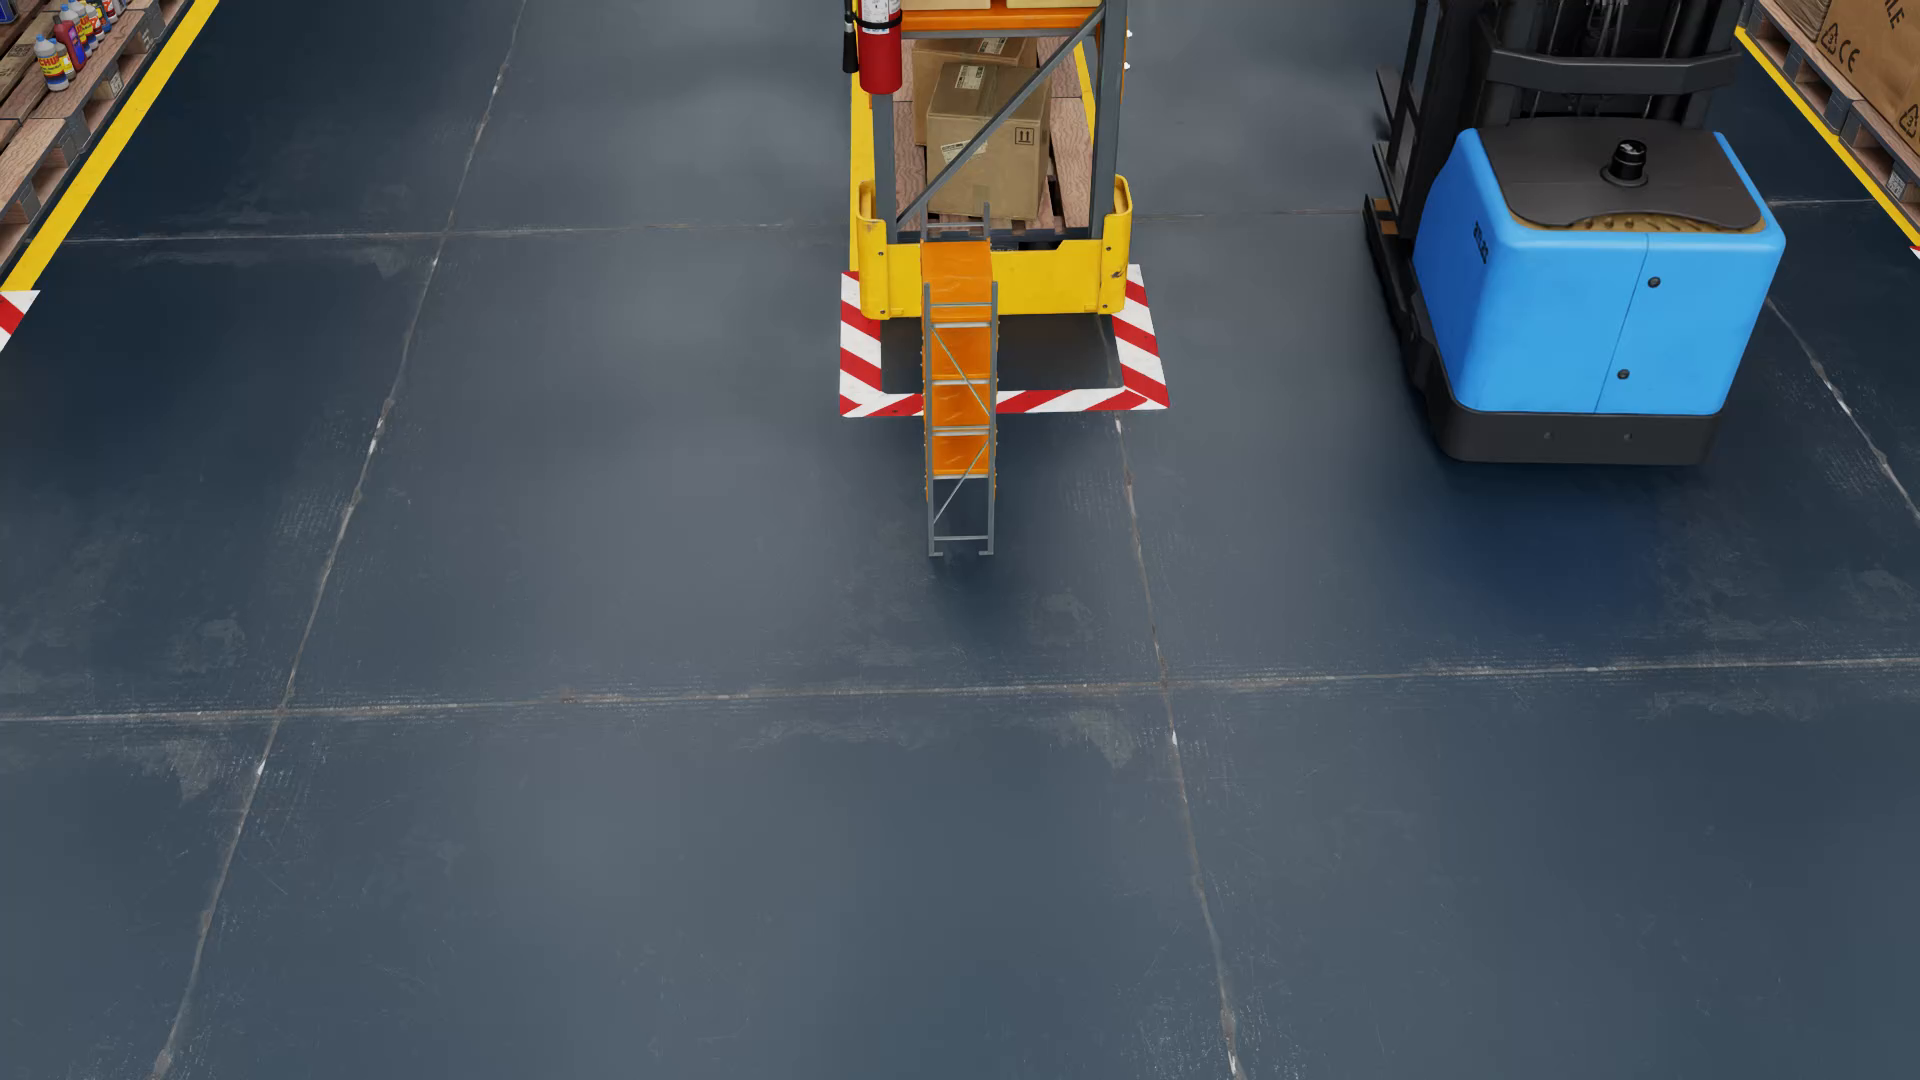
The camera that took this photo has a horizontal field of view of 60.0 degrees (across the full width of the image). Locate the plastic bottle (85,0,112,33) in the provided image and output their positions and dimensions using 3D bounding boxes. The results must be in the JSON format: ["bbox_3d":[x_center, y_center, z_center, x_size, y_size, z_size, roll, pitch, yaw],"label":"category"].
[{"bbox_3d":[-4.597,-2.837,8.819,0.097,0.271,0.097,0,43,0],"label":"plastic bottle"}]

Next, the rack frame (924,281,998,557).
[{"bbox_3d":[0.003,-0.389,5.787,0.240,1.200,0.015,-2,43,-2],"label":"rack frame"}]

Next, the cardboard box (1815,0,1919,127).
[{"bbox_3d":[4.970,-2.650,8.183,0.875,0.875,0.875,-2,43,-2],"label":"cardboard box"}]

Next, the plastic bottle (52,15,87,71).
[{"bbox_3d":[-4.561,-2.559,8.507,0.061,0.283,0.133,-1,43,-1],"label":"plastic bottle"}]

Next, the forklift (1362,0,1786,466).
[{"bbox_3d":[2.454,-2.346,6.640,1.130,2.935,3.031,1,43,1],"label":"forklift"}]

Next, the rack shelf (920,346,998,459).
[{"bbox_3d":[-0.007,-0.504,6.012,0.258,0.148,0.480,-2,43,-2],"label":"rack shelf"}]

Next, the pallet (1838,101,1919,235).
[{"bbox_3d":[4.992,-1.738,7.990,1.003,0.211,1.213,-2,43,-2],"label":"pallet"}]

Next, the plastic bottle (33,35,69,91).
[{"bbox_3d":[-4.569,-2.402,8.344,0.097,0.271,0.097,0,43,0],"label":"plastic bottle"}]

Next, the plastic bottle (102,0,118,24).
[{"bbox_3d":[-4.601,-2.880,8.918,0.097,0.201,0.097,0,43,0],"label":"plastic bottle"}]

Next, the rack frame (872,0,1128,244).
[{"bbox_3d":[0.145,-2.154,6.381,1.000,3.000,0.127,-2,43,-2],"label":"rack frame"}]

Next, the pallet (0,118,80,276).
[{"bbox_3d":[-4.883,-1.583,7.821,1.003,0.211,1.213,-2,43,-2],"label":"pallet"}]

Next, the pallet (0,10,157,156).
[{"bbox_3d":[-4.932,-2.405,8.717,1.003,0.211,1.213,-2,43,-2],"label":"pallet"}]

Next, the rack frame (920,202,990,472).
[{"bbox_3d":[-0.017,-0.719,6.146,0.240,1.200,0.015,-2,43,-2],"label":"rack frame"}]

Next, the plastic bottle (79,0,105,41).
[{"bbox_3d":[-4.592,-2.742,8.767,0.097,0.201,0.097,0,43,0],"label":"plastic bottle"}]

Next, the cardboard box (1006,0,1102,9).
[{"bbox_3d":[0.371,-2.261,6.683,0.380,0.149,0.250,-2,43,-2],"label":"cardboard box"}]

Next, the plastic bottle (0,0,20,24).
[{"bbox_3d":[-5.181,-2.921,8.907,0.152,0.276,0.135,-2,43,-2],"label":"plastic bottle"}]

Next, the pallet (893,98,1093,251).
[{"bbox_3d":[0.142,-1.727,7.978,1.003,0.211,1.213,-2,43,-2],"label":"pallet"}]

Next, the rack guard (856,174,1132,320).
[{"bbox_3d":[0.142,-1.284,7.281,1.175,0.500,0.348,-2,43,-2],"label":"rack guard"}]

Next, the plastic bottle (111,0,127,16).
[{"bbox_3d":[-4.633,-2.987,8.979,0.152,0.276,0.135,-1,43,-1],"label":"plastic bottle"}]

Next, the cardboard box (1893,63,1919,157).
[{"bbox_3d":[5.010,-2.056,7.535,0.875,0.875,0.875,-1,43,-2],"label":"cardboard box"}]

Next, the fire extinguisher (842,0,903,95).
[{"bbox_3d":[-0.311,-2.035,6.308,0.296,0.674,0.183,-2,43,-2],"label":"fire extinguisher"}]

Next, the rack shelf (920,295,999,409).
[{"bbox_3d":[-0.007,-0.669,5.861,0.258,0.148,0.480,-2,43,-2],"label":"rack shelf"}]

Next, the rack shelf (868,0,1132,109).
[{"bbox_3d":[0.060,-3.239,8.097,1.077,0.370,4.000,-2,43,-2],"label":"rack shelf"}]

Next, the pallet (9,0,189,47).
[{"bbox_3d":[-4.987,-3.230,9.618,1.003,0.211,1.213,-2,43,-2],"label":"pallet"}]

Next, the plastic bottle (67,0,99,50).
[{"bbox_3d":[-4.588,-2.701,8.670,0.097,0.271,0.097,0,43,0],"label":"plastic bottle"}]

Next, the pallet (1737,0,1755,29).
[{"bbox_3d":[4.889,-3.385,9.787,1.003,0.211,1.213,-2,43,-2],"label":"pallet"}]

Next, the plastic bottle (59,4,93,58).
[{"bbox_3d":[-4.584,-2.633,8.596,0.097,0.271,0.097,0,43,0],"label":"plastic bottle"}]

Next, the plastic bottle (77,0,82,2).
[{"bbox_3d":[-4.740,-2.986,8.973,0.061,0.283,0.133,-2,43,-2],"label":"plastic bottle"}]

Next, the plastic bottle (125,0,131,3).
[{"bbox_3d":[-4.636,-3.124,9.073,0.144,0.351,0.185,-2,43,-2],"label":"plastic bottle"}]

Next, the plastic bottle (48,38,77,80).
[{"bbox_3d":[-4.574,-2.446,8.444,0.097,0.201,0.097,0,43,0],"label":"plastic bottle"}]

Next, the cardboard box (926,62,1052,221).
[{"bbox_3d":[0.135,-1.810,7.544,0.500,0.500,0.500,6,43,6],"label":"cardboard box"}]

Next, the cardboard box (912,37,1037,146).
[{"bbox_3d":[0.075,-2.212,7.983,0.500,0.500,0.500,9,43,9],"label":"cardboard box"}]

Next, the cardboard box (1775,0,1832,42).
[{"bbox_3d":[4.934,-3.266,8.854,0.875,0.875,0.875,-1,43,-1],"label":"cardboard box"}]

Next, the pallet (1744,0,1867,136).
[{"bbox_3d":[4.944,-2.560,8.886,1.003,0.211,1.213,-2,43,-2],"label":"pallet"}]

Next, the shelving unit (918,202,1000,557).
[{"bbox_3d":[-0.007,-0.554,5.966,0.258,1.200,0.503,-2,43,-2],"label":"shelving unit"}]

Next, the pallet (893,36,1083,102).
[{"bbox_3d":[0.094,-2.549,8.875,1.003,0.211,1.213,-2,43,-2],"label":"pallet"}]

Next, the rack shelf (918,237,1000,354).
[{"bbox_3d":[-0.007,-0.844,5.701,0.258,0.148,0.480,-2,43,-2],"label":"rack shelf"}]

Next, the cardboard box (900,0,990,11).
[{"bbox_3d":[-0.074,-2.248,6.669,0.380,0.149,0.250,-2,43,-2],"label":"cardboard box"}]

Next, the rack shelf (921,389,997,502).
[{"bbox_3d":[-0.007,-0.358,6.146,0.258,0.148,0.480,-2,43,-2],"label":"rack shelf"}]
